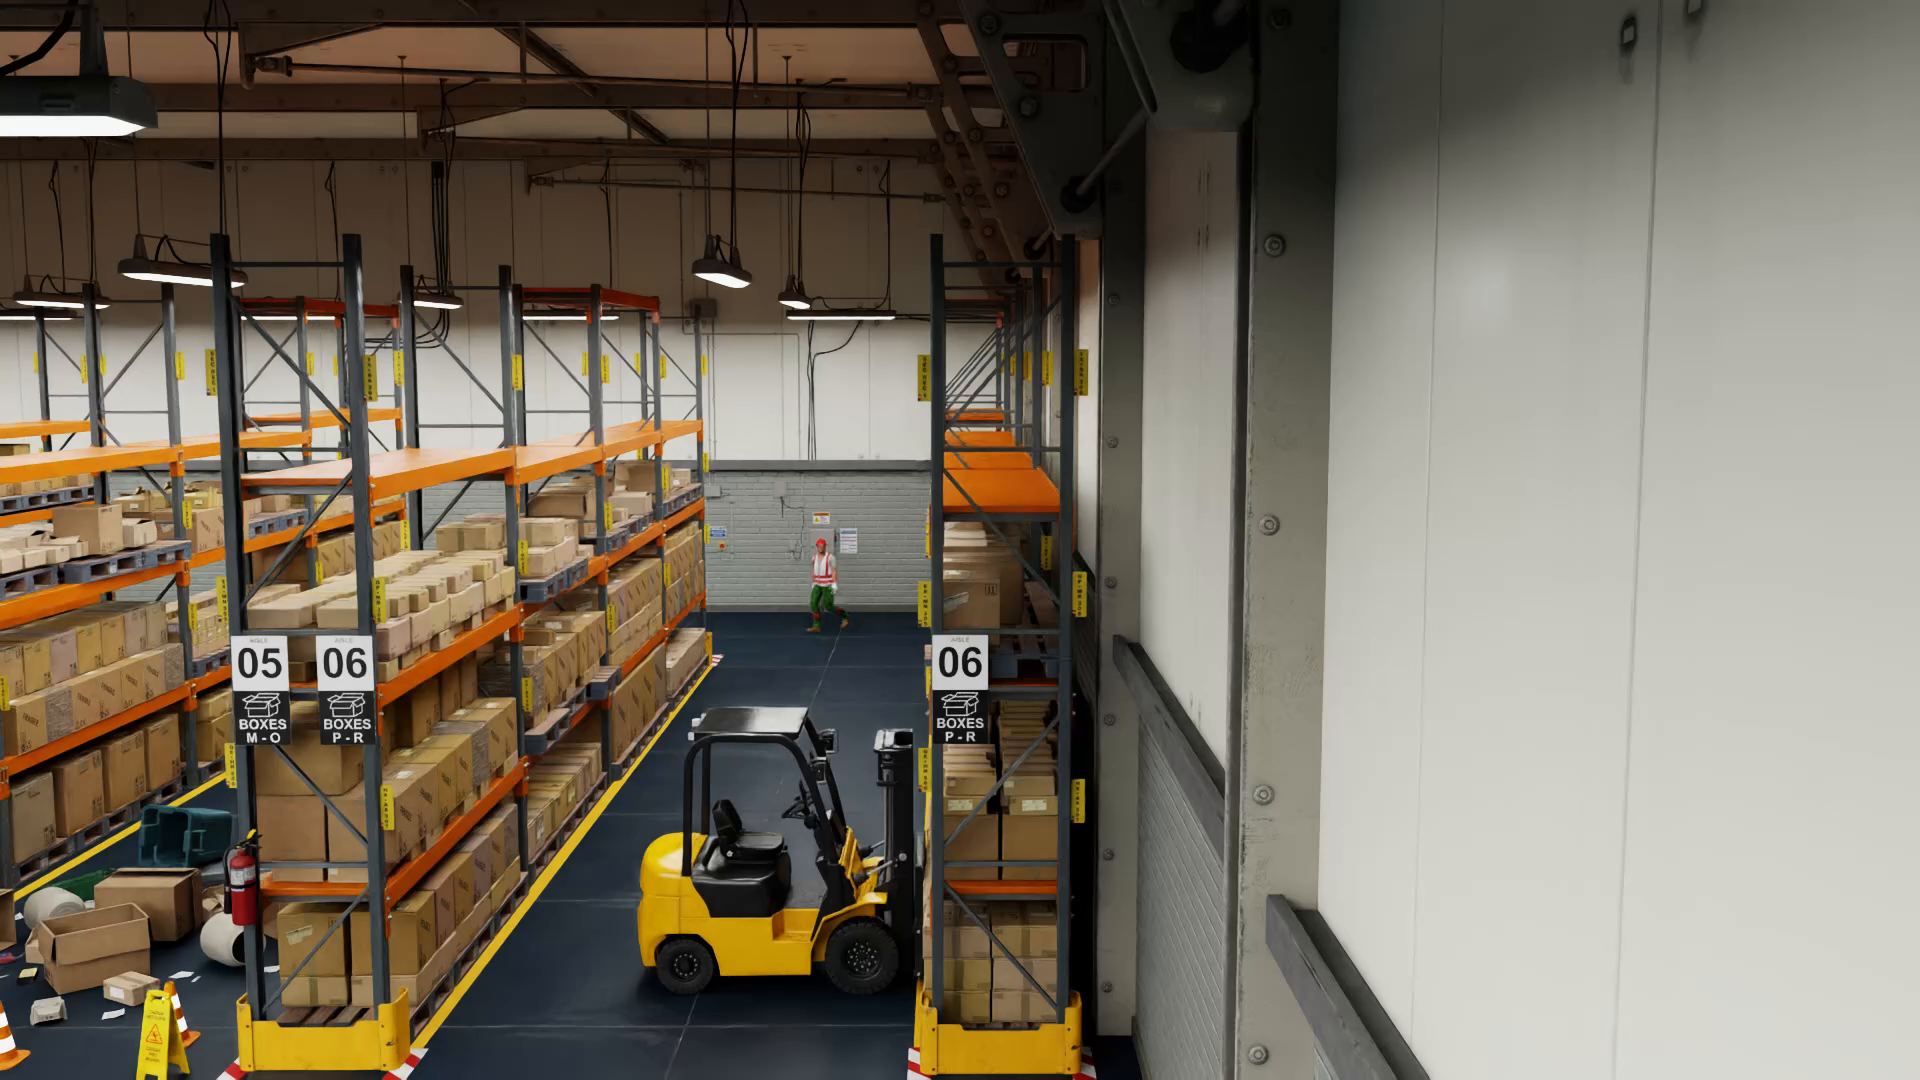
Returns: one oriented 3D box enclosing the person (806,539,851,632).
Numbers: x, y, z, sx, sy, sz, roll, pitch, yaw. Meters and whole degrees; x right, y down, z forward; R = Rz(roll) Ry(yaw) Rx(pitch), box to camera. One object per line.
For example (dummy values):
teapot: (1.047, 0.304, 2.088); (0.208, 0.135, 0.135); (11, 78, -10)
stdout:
person: (-2.508, 0.838, 31.220); (0.868, 1.752, 0.583); (-5, 8, -36)
